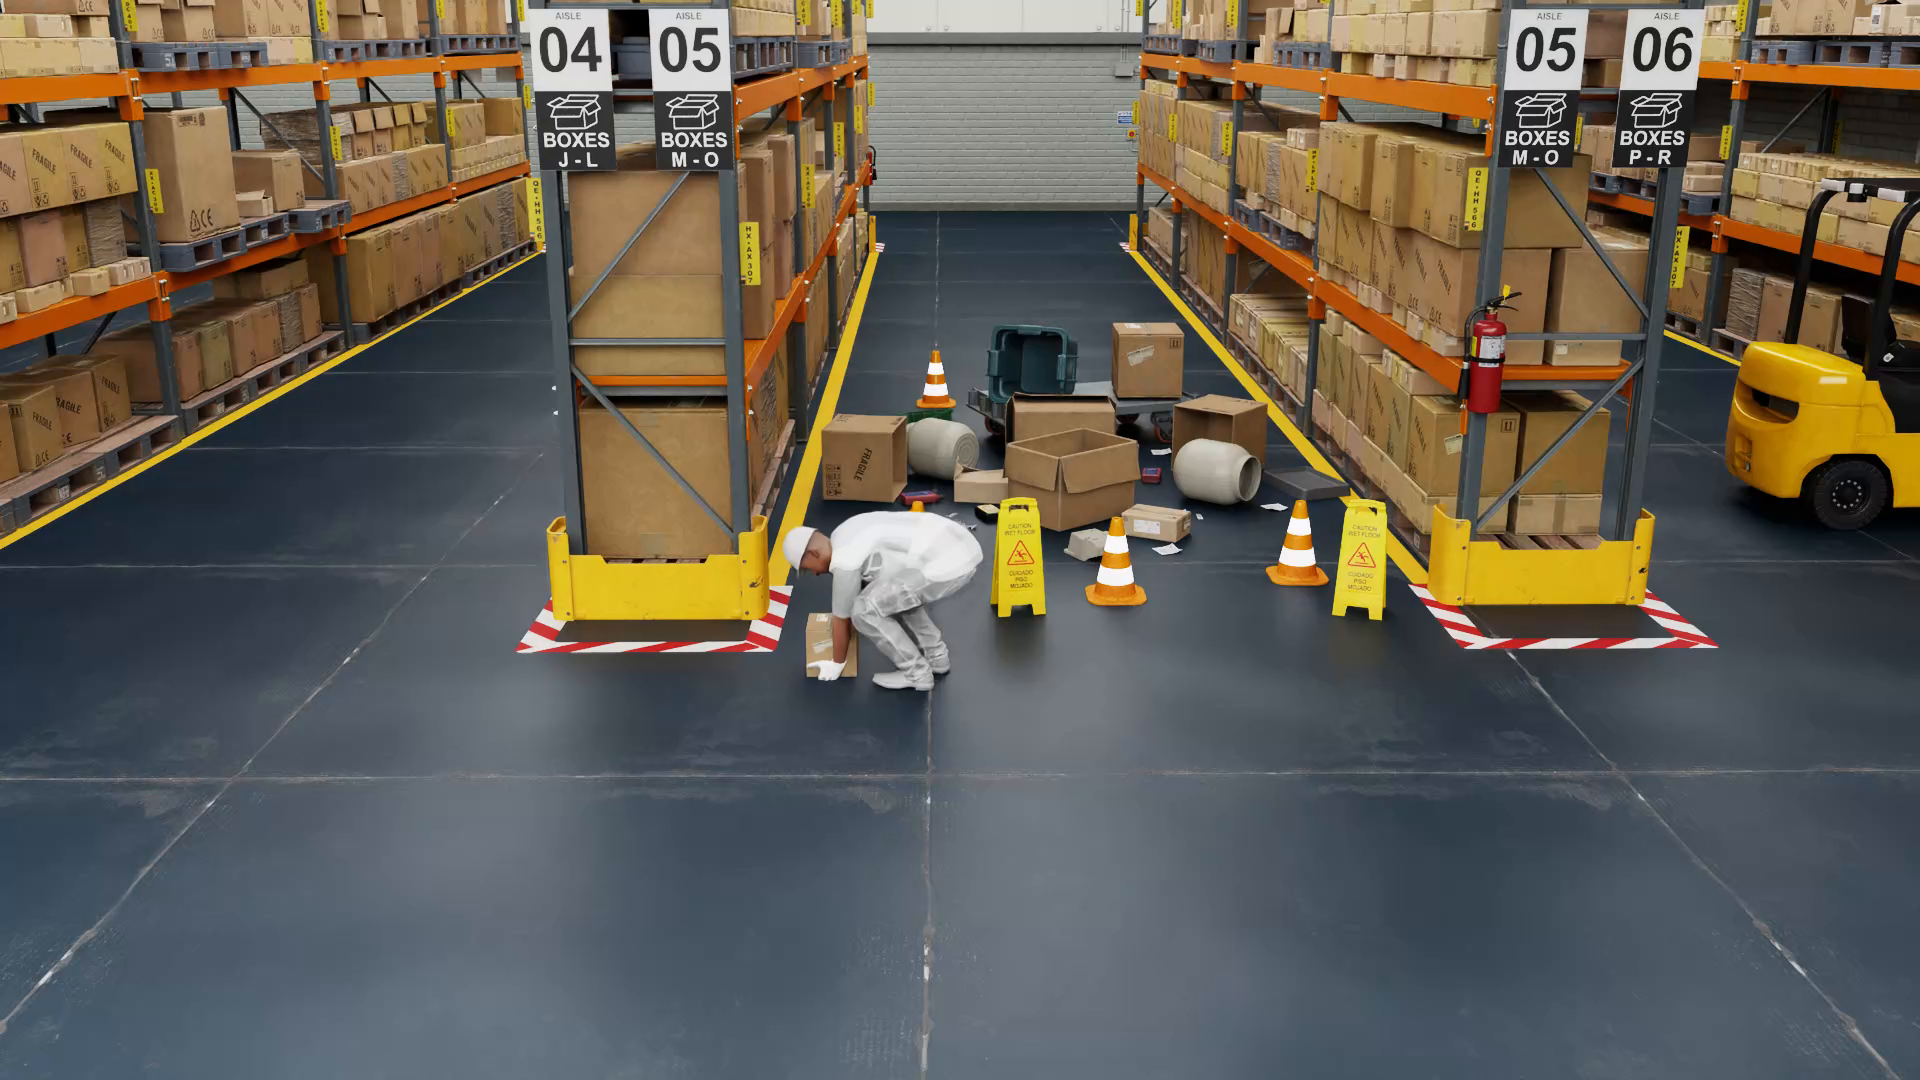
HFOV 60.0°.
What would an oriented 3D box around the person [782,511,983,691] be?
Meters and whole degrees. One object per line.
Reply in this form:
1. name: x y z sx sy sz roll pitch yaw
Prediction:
1. person: -0.398 0.288 8.225 0.981 0.859 0.546 5 18 15
